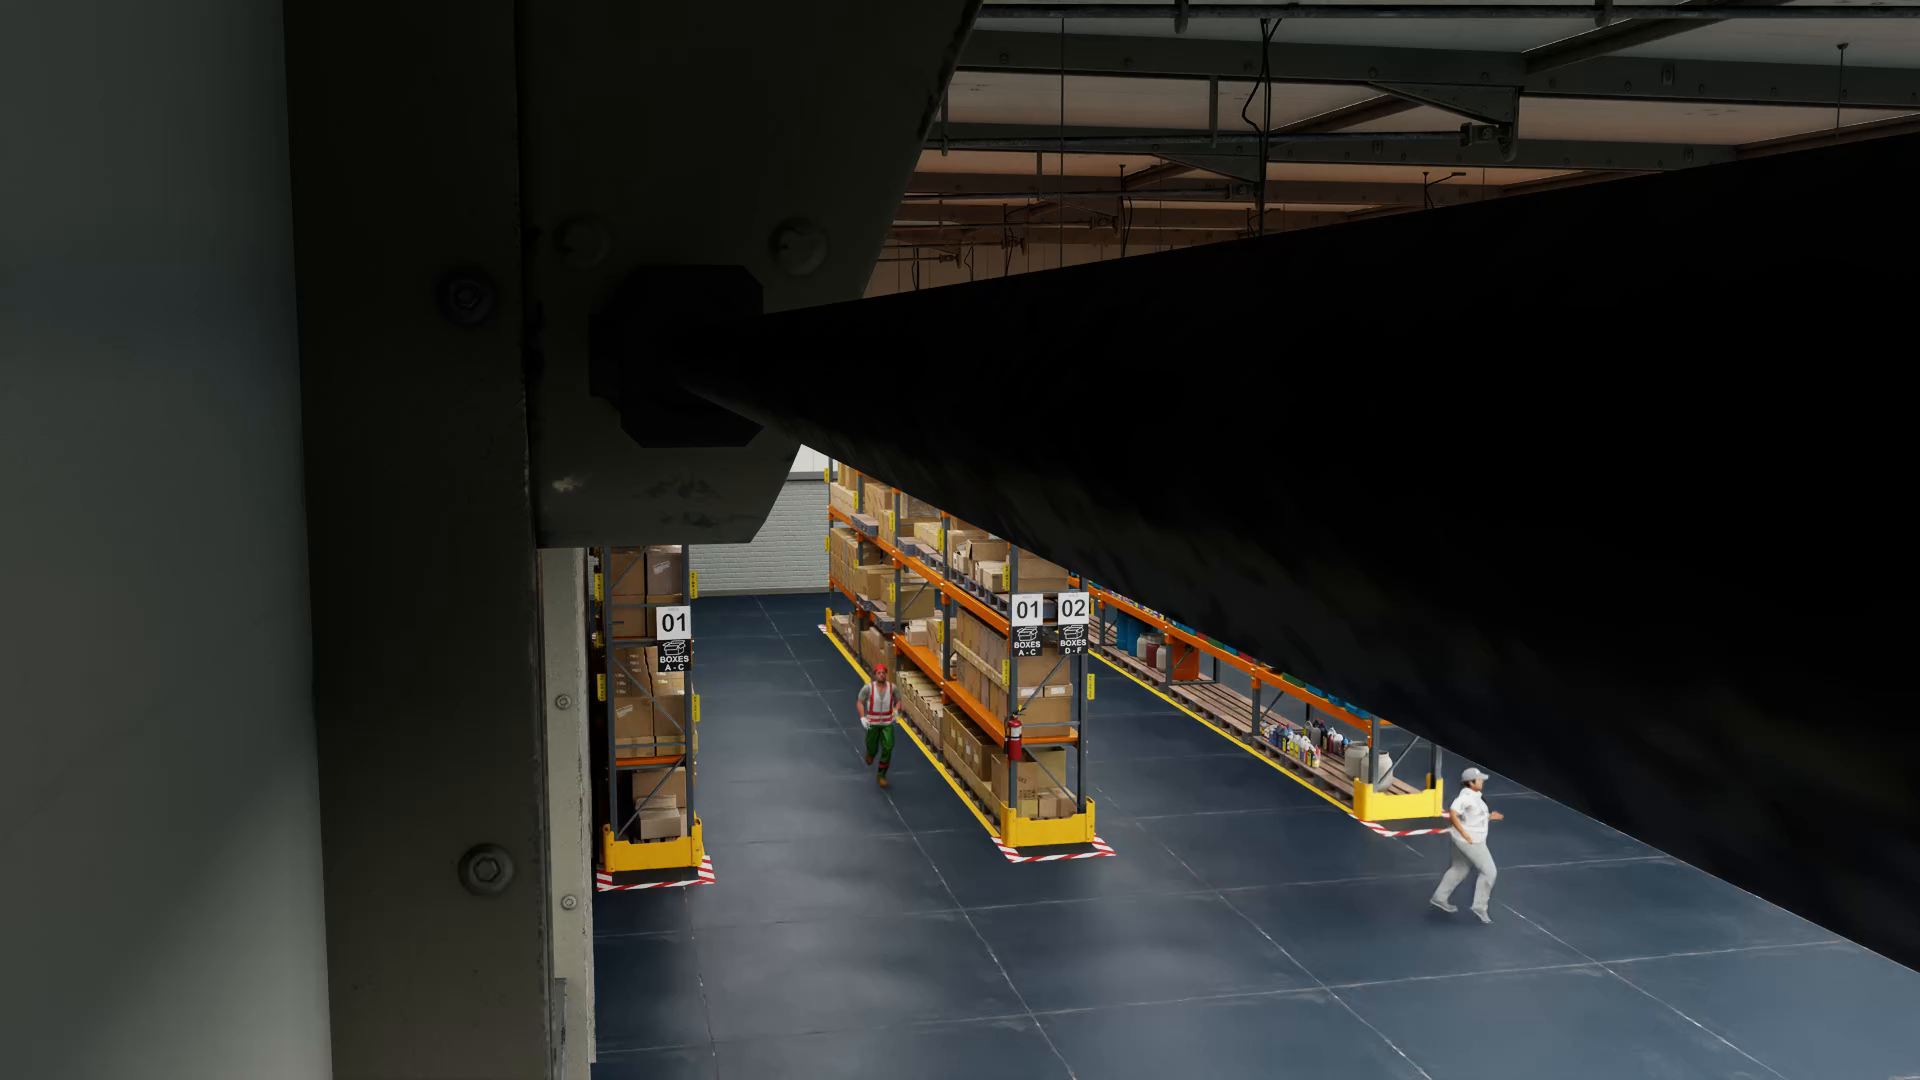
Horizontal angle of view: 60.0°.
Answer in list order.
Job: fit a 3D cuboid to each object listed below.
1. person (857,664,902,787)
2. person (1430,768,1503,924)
[{"bbox_3d":[-1.149,2.632,23.957,0.659,1.729,0.720,-1,7,-8],"label":"person"},{"bbox_3d":[5.593,3.355,18.298,0.738,1.728,0.584,1,7,10],"label":"person"}]
